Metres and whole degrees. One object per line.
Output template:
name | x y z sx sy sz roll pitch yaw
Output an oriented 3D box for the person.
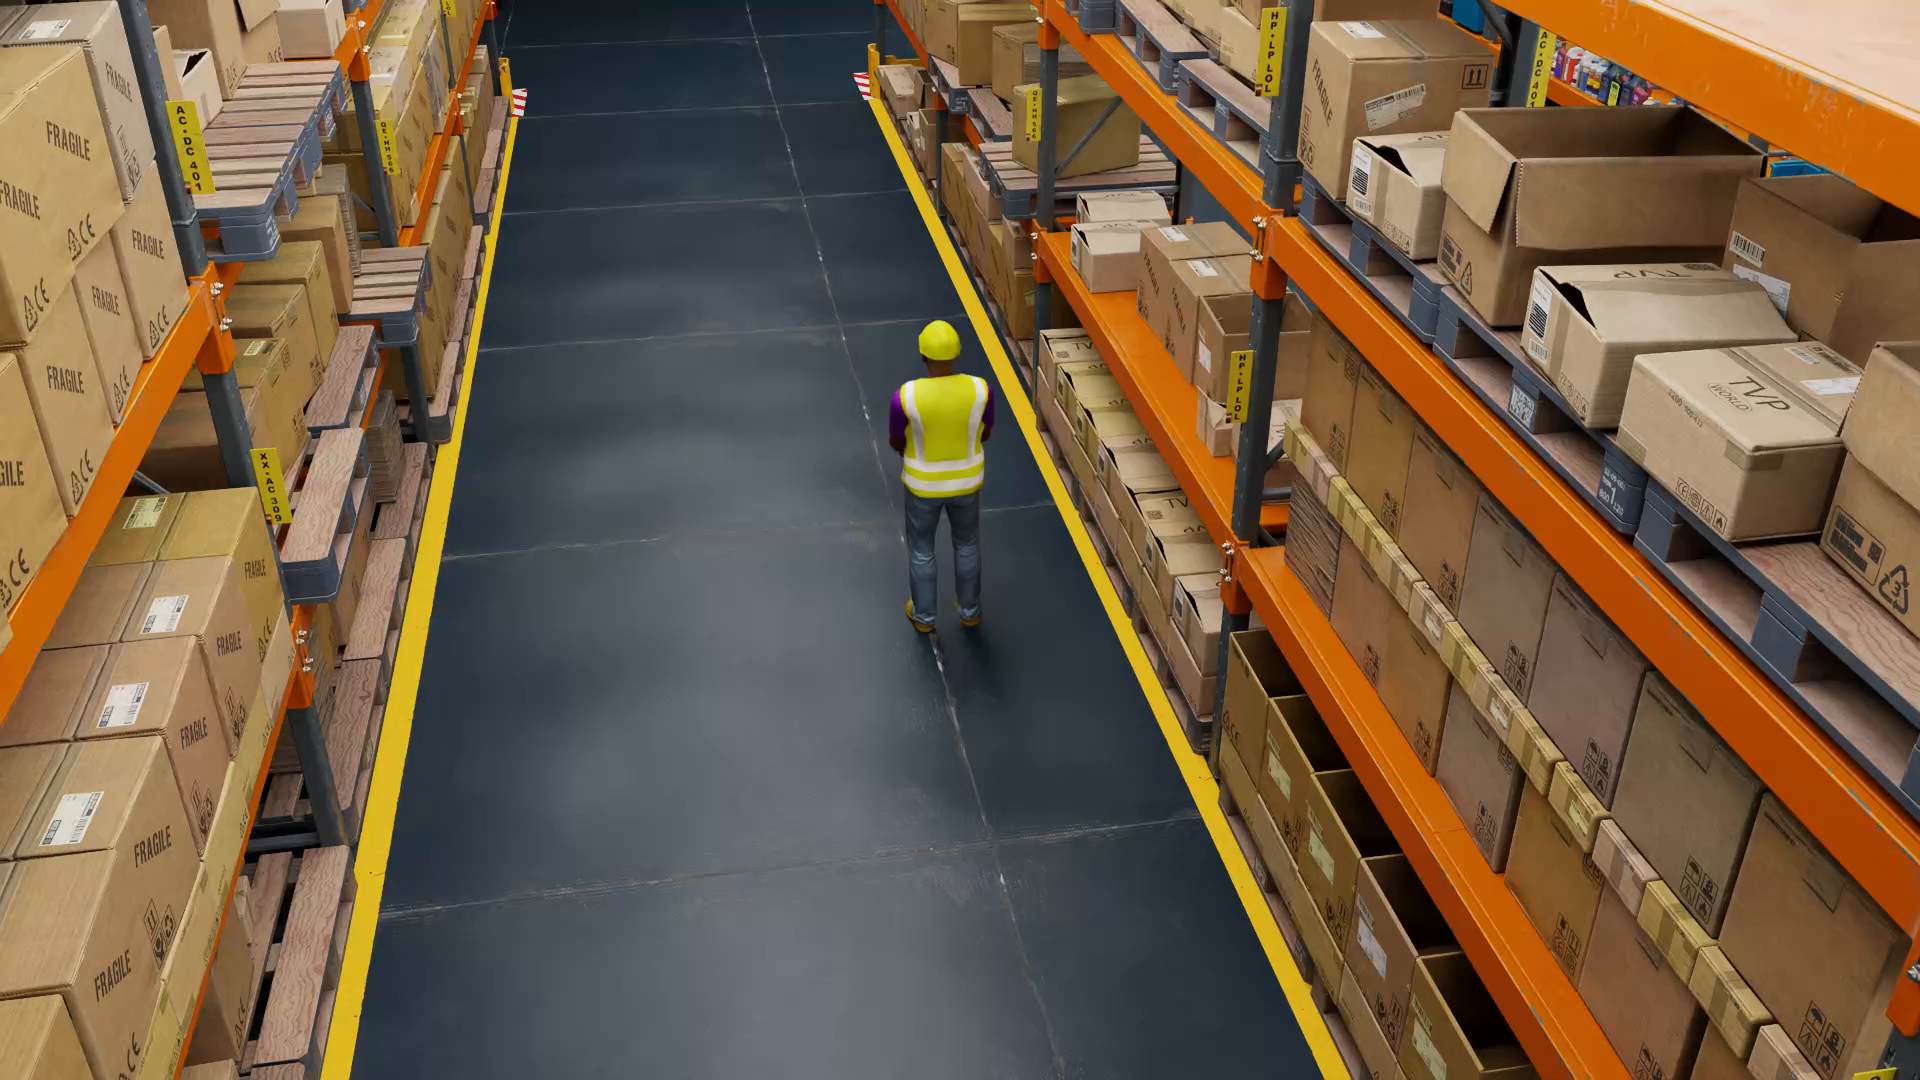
person | -0.106 -0.347 8.700 0.558 1.769 0.520 -5 31 -9
